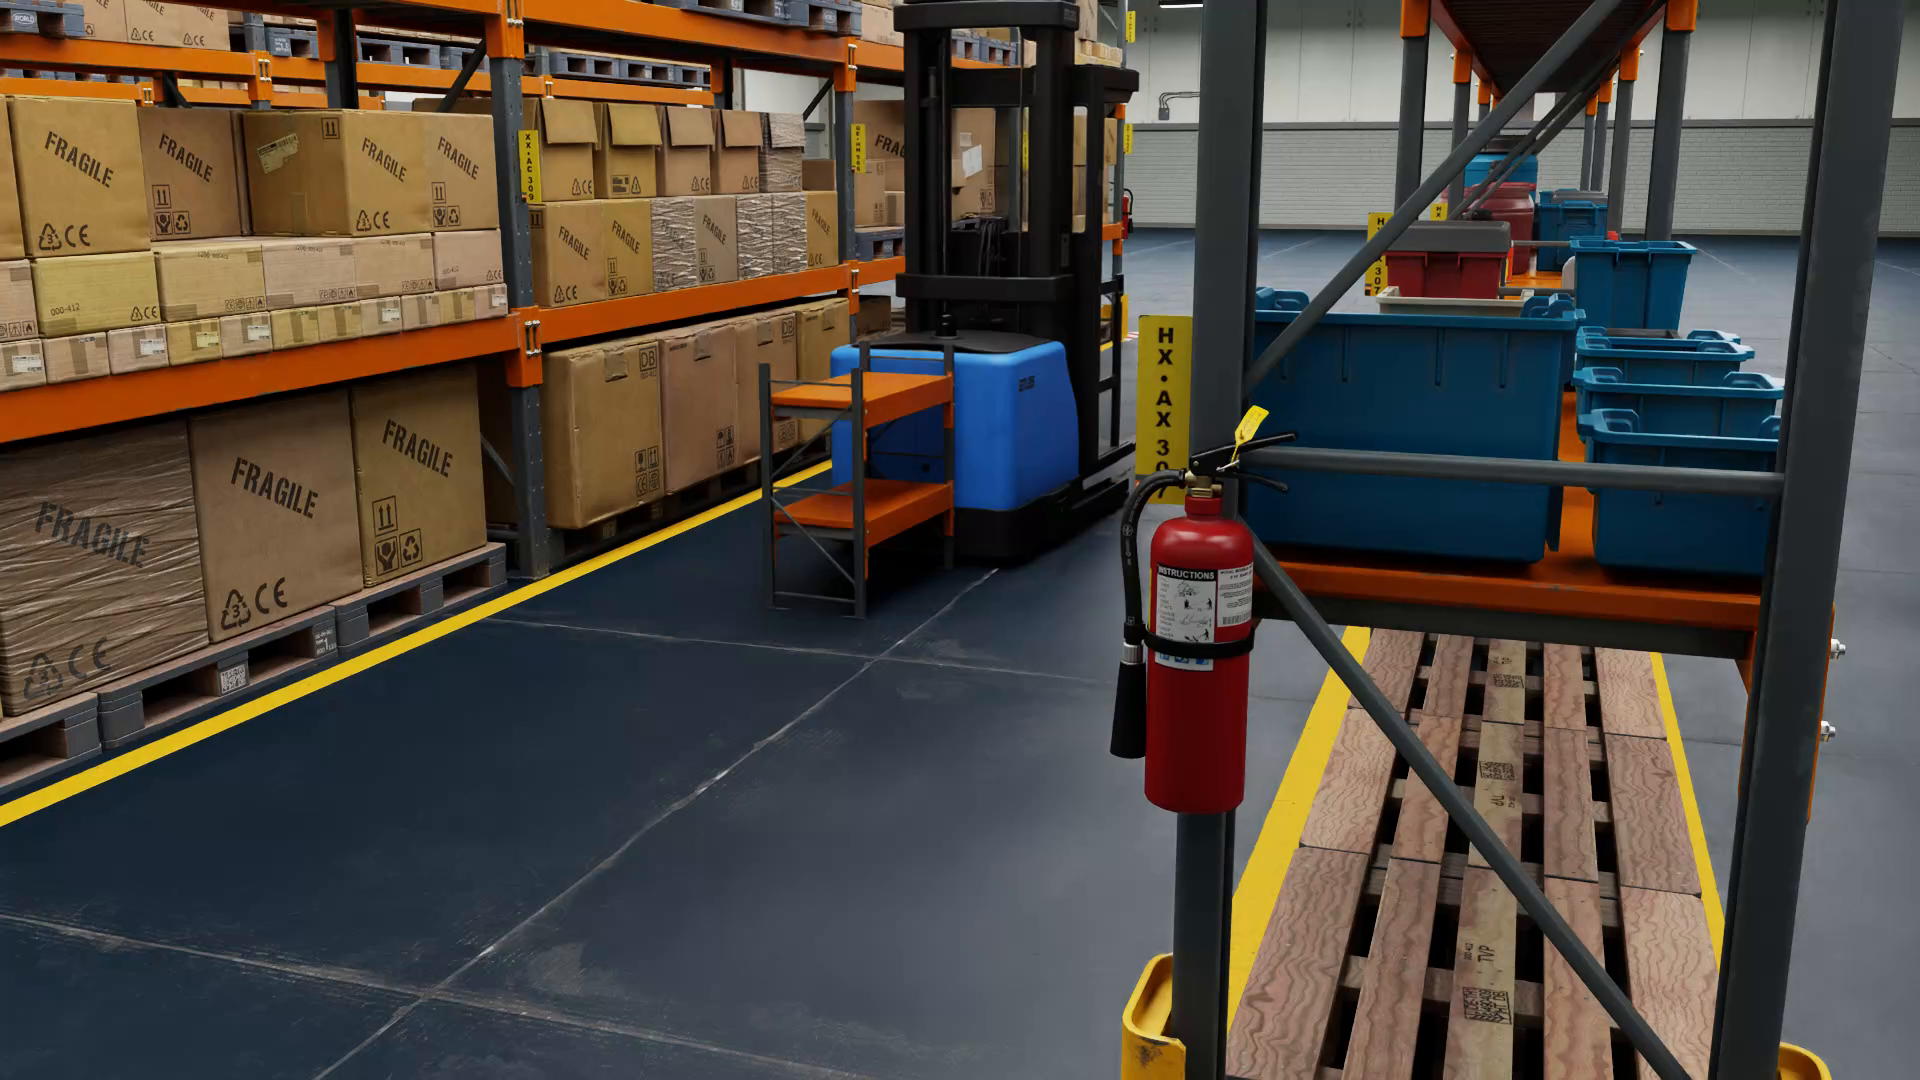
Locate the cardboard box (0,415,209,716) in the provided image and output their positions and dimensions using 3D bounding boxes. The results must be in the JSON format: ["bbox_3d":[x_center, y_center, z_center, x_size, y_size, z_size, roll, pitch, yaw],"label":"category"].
[{"bbox_3d":[-3.383,0.036,5.920,0.875,0.875,0.875,4,14,18],"label":"cardboard box"}]

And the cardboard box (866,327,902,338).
[{"bbox_3d":[-0.855,-1.403,13.024,0.700,0.500,0.500,3,13,14],"label":"cardboard box"}]

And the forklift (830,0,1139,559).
[{"bbox_3d":[0.355,-1.619,9.493,1.130,2.935,3.031,5,14,22],"label":"forklift"}]

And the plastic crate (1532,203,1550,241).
[{"bbox_3d":[5.051,-2.704,14.232,0.767,0.338,0.504,4,14,18],"label":"plastic crate"}]

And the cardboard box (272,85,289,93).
[{"bbox_3d":[-8.314,-5.463,20.007,0.380,0.149,0.250,4,14,18],"label":"cardboard box"}]

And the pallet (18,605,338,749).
[{"bbox_3d":[-3.227,0.467,6.470,1.003,0.211,1.213,4,14,18],"label":"pallet"}]

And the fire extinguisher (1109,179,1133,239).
[{"bbox_3d":[1.842,-3.785,19.004,0.296,0.674,0.183,4,14,18],"label":"fire extinguisher"}]

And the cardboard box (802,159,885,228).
[{"bbox_3d":[-0.997,-2.642,12.655,0.700,0.500,0.500,7,14,27],"label":"cardboard box"}]

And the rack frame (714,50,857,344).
[{"bbox_3d":[-1.220,-2.147,11.655,1.000,3.000,0.127,4,14,18],"label":"rack frame"}]

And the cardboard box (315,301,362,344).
[{"bbox_3d":[-2.635,-0.878,6.659,0.380,0.149,0.250,5,14,19],"label":"cardboard box"}]

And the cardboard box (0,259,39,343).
[{"bbox_3d":[-3.236,-0.726,5.098,0.500,0.250,0.500,4,14,18],"label":"cardboard box"}]

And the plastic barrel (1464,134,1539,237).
[{"bbox_3d":[4.349,-2.818,13.466,0.600,0.901,0.708,4,14,18],"label":"plastic barrel"}]

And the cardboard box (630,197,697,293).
[{"bbox_3d":[-1.805,-1.644,9.225,0.500,0.500,0.500,4,13,17],"label":"cardboard box"}]

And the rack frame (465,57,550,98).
[{"bbox_3d":[-4.586,-3.368,17.003,1.000,3.000,0.127,4,14,18],"label":"rack frame"}]

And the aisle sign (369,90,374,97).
[{"bbox_3d":[-7.714,-5.805,21.838,0.394,0.787,0.004,4,14,18],"label":"aisle sign"}]

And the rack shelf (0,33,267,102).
[{"bbox_3d":[-6.527,-3.216,11.214,1.077,0.370,4.000,4,14,18],"label":"rack shelf"}]

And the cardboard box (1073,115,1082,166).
[{"bbox_3d":[0.934,-4.064,16.912,0.500,0.500,0.500,4,14,18],"label":"cardboard box"}]

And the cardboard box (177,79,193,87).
[{"bbox_3d":[-8.830,-5.142,18.599,0.380,0.149,0.250,4,14,18],"label":"cardboard box"}]

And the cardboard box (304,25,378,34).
[{"bbox_3d":[-5.276,-4.411,13.999,0.500,0.250,0.500,5,14,20],"label":"cardboard box"}]

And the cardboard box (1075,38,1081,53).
[{"bbox_3d":[1.013,-5.007,16.883,0.380,0.149,0.250,4,13,16],"label":"cardboard box"}]

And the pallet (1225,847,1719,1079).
[{"bbox_3d":[1.182,1.082,3.772,1.003,0.211,1.213,4,14,18],"label":"pallet"}]

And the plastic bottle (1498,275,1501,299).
[{"bbox_3d":[2.356,-1.170,7.485,0.144,0.351,0.185,4,14,18],"label":"plastic bottle"}]

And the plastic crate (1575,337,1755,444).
[{"bbox_3d":[1.696,-0.359,4.063,0.416,0.233,0.300,4,14,18],"label":"plastic crate"}]

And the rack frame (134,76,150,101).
[{"bbox_3d":[-9.303,-3.703,18.471,1.000,3.000,0.127,4,14,18],"label":"rack frame"}]

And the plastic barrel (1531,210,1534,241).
[{"bbox_3d":[3.734,-2.166,11.485,0.421,0.512,0.421,0,13,0],"label":"plastic barrel"}]

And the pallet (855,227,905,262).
[{"bbox_3d":[-1.090,-2.212,12.368,1.213,0.211,1.003,4,14,18],"label":"pallet"}]

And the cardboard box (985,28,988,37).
[{"bbox_3d":[0.079,-4.712,15.592,0.380,0.149,0.250,5,14,19],"label":"cardboard box"}]

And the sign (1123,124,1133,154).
[{"bbox_3d":[1.887,-4.506,18.678,0.100,0.325,0.005,4,14,18],"label":"sign"}]

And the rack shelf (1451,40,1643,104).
[{"bbox_3d":[4.114,-3.324,11.684,1.077,0.370,4.000,4,14,18],"label":"rack shelf"}]

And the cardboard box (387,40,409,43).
[{"bbox_3d":[-5.286,-4.685,15.429,0.380,0.149,0.250,4,14,18],"label":"cardboard box"}]

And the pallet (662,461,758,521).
[{"bbox_3d":[-1.943,-0.371,10.140,1.003,0.211,1.213,4,14,18],"label":"pallet"}]

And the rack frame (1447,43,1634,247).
[{"bbox_3d":[3.467,-1.791,10.093,1.000,3.000,0.127,4,14,18],"label":"rack frame"}]

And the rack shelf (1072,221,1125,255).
[{"bbox_3d":[0.721,-3.060,17.270,1.077,0.370,4.000,4,14,18],"label":"rack shelf"}]

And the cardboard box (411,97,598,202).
[{"bbox_3d":[-2.315,-1.978,8.434,0.797,0.503,0.637,4,13,17],"label":"cardboard box"}]

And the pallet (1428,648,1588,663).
[{"bbox_3d":[2.461,0.251,7.412,1.003,0.211,1.213,4,14,18],"label":"pallet"}]

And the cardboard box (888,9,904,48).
[{"bbox_3d":[-0.660,-3.725,12.165,0.500,0.250,0.500,5,14,20],"label":"cardboard box"}]

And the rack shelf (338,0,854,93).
[{"bbox_3d":[-1.867,-2.838,9.556,1.077,0.370,4.000,4,14,18],"label":"rack shelf"}]

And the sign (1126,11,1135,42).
[{"bbox_3d":[1.887,-5.682,18.409,0.100,0.325,0.005,4,14,18],"label":"sign"}]

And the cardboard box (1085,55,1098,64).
[{"bbox_3d":[1.120,-4.889,17.262,0.500,0.250,0.500,5,14,20],"label":"cardboard box"}]

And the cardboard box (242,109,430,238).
[{"bbox_3d":[-2.576,-1.521,6.896,0.500,0.500,0.500,4,14,19],"label":"cardboard box"}]

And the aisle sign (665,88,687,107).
[{"bbox_3d":[-3.553,-5.514,20.564,0.394,0.787,0.004,4,14,18],"label":"aisle sign"}]

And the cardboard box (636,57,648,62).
[{"bbox_3d":[-3.655,-5.334,18.271,0.380,0.149,0.250,5,14,19],"label":"cardboard box"}]

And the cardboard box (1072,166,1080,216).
[{"bbox_3d":[0.741,-3.591,17.088,0.875,0.500,0.500,4,14,18],"label":"cardboard box"}]

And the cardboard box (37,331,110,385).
[{"bbox_3d":[-3.051,-0.608,5.475,0.380,0.149,0.250,4,13,17],"label":"cardboard box"}]

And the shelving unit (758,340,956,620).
[{"bbox_3d":[-0.460,-0.319,7.856,0.538,1.125,1.048,5,14,22],"label":"shelving unit"}]

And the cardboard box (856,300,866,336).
[{"bbox_3d":[-1.032,-1.652,12.428,0.500,0.250,0.500,5,14,21],"label":"cardboard box"}]

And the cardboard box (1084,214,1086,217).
[{"bbox_3d":[1.142,-3.424,17.814,0.380,0.149,0.250,4,14,18],"label":"cardboard box"}]

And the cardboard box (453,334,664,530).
[{"bbox_3d":[-2.326,-0.610,8.752,1.225,0.875,0.875,4,14,19],"label":"cardboard box"}]

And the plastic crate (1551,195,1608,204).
[{"bbox_3d":[4.279,-2.140,11.480,0.402,0.464,0.583,4,14,18],"label":"plastic crate"}]

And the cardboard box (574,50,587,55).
[{"bbox_3d":[-4.065,-5.068,17.107,0.380,0.149,0.250,4,14,19],"label":"cardboard box"}]

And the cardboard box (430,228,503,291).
[{"bbox_3d":[-2.409,-1.265,7.459,0.500,0.250,0.500,4,13,17],"label":"cardboard box"}]

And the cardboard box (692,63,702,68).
[{"bbox_3d":[-3.244,-5.602,19.446,0.380,0.149,0.250,5,14,19],"label":"cardboard box"}]

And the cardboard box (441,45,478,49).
[{"bbox_3d":[-4.663,-4.850,15.926,0.500,0.250,0.500,5,14,19],"label":"cardboard box"}]
